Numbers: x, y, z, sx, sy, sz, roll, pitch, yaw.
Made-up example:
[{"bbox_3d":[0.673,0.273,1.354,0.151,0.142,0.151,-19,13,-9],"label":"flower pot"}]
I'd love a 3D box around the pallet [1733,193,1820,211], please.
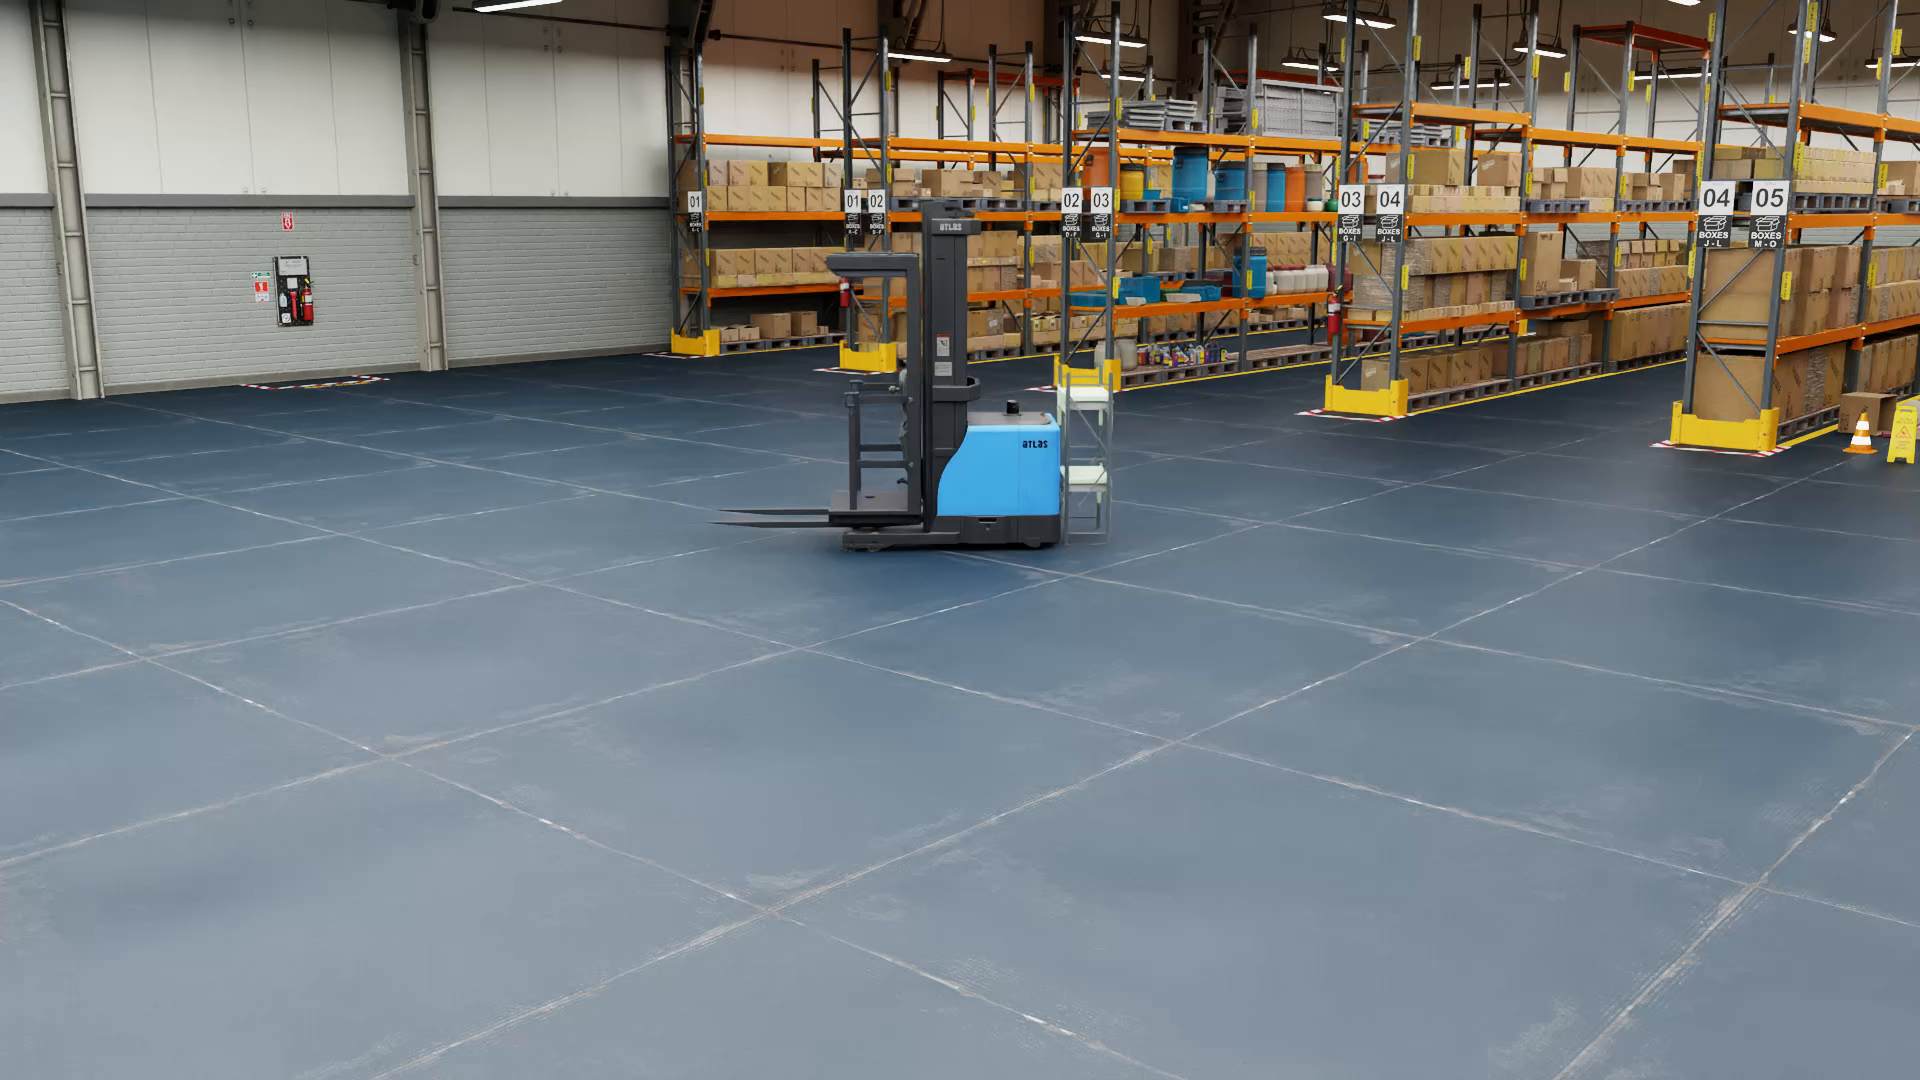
[{"bbox_3d":[9.919,-4.181,20.552,1.003,0.211,1.213,10,15,40],"label":"pallet"}]

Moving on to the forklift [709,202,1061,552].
[{"bbox_3d":[-0.656,-1.441,14.445,3.031,2.935,1.130,0,11,-1],"label":"forklift"}]

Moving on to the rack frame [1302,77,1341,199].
[{"bbox_3d":[8.901,-9.876,41.183,1.000,3.000,0.127,10,15,40],"label":"rack frame"}]

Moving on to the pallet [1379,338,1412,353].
[{"bbox_3d":[8.633,-4.049,34.443,1.003,0.211,1.213,10,15,40],"label":"pallet"}]

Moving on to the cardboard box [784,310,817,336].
[{"bbox_3d":[-3.399,-4.641,35.546,0.500,0.500,0.500,8,14,36],"label":"cardboard box"}]

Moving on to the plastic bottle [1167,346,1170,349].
[{"bbox_3d":[3.660,-3.286,29.348,0.097,0.271,0.097,0,11,0],"label":"plastic bottle"}]

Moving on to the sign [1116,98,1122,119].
[{"bbox_3d":[2.468,-6.707,25.849,0.100,0.325,0.005,10,15,40],"label":"sign"}]

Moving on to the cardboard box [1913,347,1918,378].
[{"bbox_3d":[15.376,-2.871,26.736,0.500,0.500,0.500,9,14,38],"label":"cardboard box"}]

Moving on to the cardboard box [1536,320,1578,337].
[{"bbox_3d":[10.297,-3.652,28.680,0.500,0.250,0.500,-10,15,-41],"label":"cardboard box"}]

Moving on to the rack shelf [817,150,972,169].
[{"bbox_3d":[-1.424,-8.496,37.130,1.077,0.370,4.000,10,15,40],"label":"rack shelf"}]

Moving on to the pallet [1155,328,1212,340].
[{"bbox_3d":[4.947,-4.673,37.570,1.003,0.211,1.213,10,15,40],"label":"pallet"}]

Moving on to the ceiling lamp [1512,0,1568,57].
[{"bbox_3d":[11.530,-11.024,32.029,0.800,3.185,2.000,10,15,40],"label":"ceiling lamp"}]

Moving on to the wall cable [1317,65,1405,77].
[{"bbox_3d":[11.211,-11.906,46.380,3.097,2.526,0.112,10,15,40],"label":"wall cable"}]

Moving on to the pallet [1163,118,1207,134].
[{"bbox_3d":[3.369,-6.876,27.664,1.003,0.211,1.213,10,15,40],"label":"pallet"}]

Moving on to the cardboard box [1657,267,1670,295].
[{"bbox_3d":[12.924,-4.860,31.128,0.500,0.500,0.500,10,15,40],"label":"cardboard box"}]

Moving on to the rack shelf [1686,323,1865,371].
[{"bbox_3d":[10.757,-2.584,21.827,1.077,0.370,4.000,10,15,40],"label":"rack shelf"}]

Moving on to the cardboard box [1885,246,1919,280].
[{"bbox_3d":[14.414,-4.294,25.745,0.700,0.500,0.500,10,15,40],"label":"cardboard box"}]

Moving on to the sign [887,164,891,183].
[{"bbox_3d":[-1.248,-6.446,29.233,0.100,0.325,0.005,10,15,40],"label":"sign"}]

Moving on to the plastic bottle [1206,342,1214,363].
[{"bbox_3d":[4.363,-3.284,29.136,0.144,0.351,0.185,9,14,38],"label":"plastic bottle"}]

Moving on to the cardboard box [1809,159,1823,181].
[{"bbox_3d":[10.283,-4.554,20.489,0.500,0.250,0.500,10,15,40],"label":"cardboard box"}]

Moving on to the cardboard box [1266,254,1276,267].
[{"bbox_3d":[7.137,-6.510,39.392,0.500,0.500,0.500,10,15,41],"label":"cardboard box"}]

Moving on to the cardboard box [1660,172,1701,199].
[{"bbox_3d":[14.171,-6.962,32.669,0.700,0.500,0.500,9,14,37],"label":"cardboard box"}]

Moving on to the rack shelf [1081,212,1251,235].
[{"bbox_3d":[3.378,-5.352,28.025,1.077,0.370,4.000,10,15,40],"label":"rack shelf"}]

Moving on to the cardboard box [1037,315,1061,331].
[{"bbox_3d":[1.774,-4.403,33.612,0.500,0.311,0.500,10,15,40],"label":"cardboard box"}]

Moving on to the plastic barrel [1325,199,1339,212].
[{"bbox_3d":[7.214,-6.468,32.174,0.294,0.245,0.294,0,11,0],"label":"plastic barrel"}]

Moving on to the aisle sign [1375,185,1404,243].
[{"bbox_3d":[5.962,-4.526,23.074,0.394,0.787,0.004,10,15,40],"label":"aisle sign"}]

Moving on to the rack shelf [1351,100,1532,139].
[{"bbox_3d":[7.098,-6.181,24.525,1.077,0.370,4.000,10,15,40],"label":"rack shelf"}]

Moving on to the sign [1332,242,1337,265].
[{"bbox_3d":[5.374,-4.096,23.799,0.100,0.325,0.005,10,15,40],"label":"sign"}]

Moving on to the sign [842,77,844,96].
[{"bbox_3d":[-2.059,-8.091,29.659,0.100,0.325,0.005,10,15,40],"label":"sign"}]

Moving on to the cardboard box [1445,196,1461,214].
[{"bbox_3d":[6.956,-4.883,24.224,0.500,0.250,0.500,10,15,40],"label":"cardboard box"}]

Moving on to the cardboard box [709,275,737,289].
[{"bbox_3d":[-4.824,-5.187,33.355,0.500,0.250,0.500,9,15,39],"label":"cardboard box"}]

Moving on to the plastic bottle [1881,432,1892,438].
[{"bbox_3d":[11.958,-1.341,21.270,0.283,0.061,0.133,4,12,21],"label":"plastic bottle"}]

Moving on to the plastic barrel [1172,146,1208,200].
[{"bbox_3d":[3.960,-6.318,28.674,0.600,0.901,0.708,10,15,40],"label":"plastic barrel"}]

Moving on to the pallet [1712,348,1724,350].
[{"bbox_3d":[15.065,-3.979,34.094,1.003,0.211,1.213,10,15,40],"label":"pallet"}]

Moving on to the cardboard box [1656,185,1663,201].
[{"bbox_3d":[12.907,-6.548,31.332,0.500,0.311,0.500,9,14,38],"label":"cardboard box"}]

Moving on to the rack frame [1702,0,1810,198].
[{"bbox_3d":[9.437,-5.585,19.696,1.000,3.000,0.127,10,15,40],"label":"rack frame"}]

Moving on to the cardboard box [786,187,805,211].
[{"bbox_3d":[-3.572,-7.073,34.500,0.500,0.500,0.500,9,14,38],"label":"cardboard box"}]

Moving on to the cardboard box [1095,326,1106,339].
[{"bbox_3d":[2.784,-4.356,34.809,0.500,0.250,0.500,10,15,42],"label":"cardboard box"}]

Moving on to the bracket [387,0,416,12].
[{"bbox_3d":[-9.540,-9.152,28.368,0.235,0.232,0.430,10,15,40],"label":"bracket"}]

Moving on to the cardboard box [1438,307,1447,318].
[{"bbox_3d":[6.965,-3.371,24.574,0.380,0.149,0.250,10,15,40],"label":"cardboard box"}]

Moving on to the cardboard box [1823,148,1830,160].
[{"bbox_3d":[10.568,-4.794,20.674,0.380,0.149,0.250,9,15,39],"label":"cardboard box"}]

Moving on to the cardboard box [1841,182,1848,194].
[{"bbox_3d":[11.238,-4.551,21.495,0.380,0.149,0.250,10,15,40],"label":"cardboard box"}]

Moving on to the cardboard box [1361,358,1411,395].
[{"bbox_3d":[6.203,-2.369,24.222,0.500,0.500,0.500,-9,14,-37],"label":"cardboard box"}]

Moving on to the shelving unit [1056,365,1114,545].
[{"bbox_3d":[1.096,-0.767,14.721,0.431,1.500,0.755,0,11,-2],"label":"shelving unit"}]

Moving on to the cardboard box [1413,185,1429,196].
[{"bbox_3d":[6.377,-4.928,23.432,0.380,0.149,0.250,10,15,42],"label":"cardboard box"}]

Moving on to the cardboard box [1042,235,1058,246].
[{"bbox_3d":[2.076,-7.382,41.033,0.500,0.250,0.500,10,15,42],"label":"cardboard box"}]

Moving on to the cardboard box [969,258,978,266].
[{"bbox_3d":[0.122,-5.281,31.584,0.380,0.149,0.250,10,15,42],"label":"cardboard box"}]

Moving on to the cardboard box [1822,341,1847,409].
[{"bbox_3d":[11.610,-2.312,22.979,0.875,0.875,0.875,10,15,41],"label":"cardboard box"}]

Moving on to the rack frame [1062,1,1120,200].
[{"bbox_3d":[2.057,-6.881,26.187,1.000,3.000,0.127,10,15,40],"label":"rack frame"}]

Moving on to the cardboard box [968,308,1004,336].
[{"bbox_3d":[0.499,-4.225,32.242,0.500,0.500,0.500,10,15,40],"label":"cardboard box"}]

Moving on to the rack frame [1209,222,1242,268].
[{"bbox_3d":[6.260,-6.346,38.824,1.000,3.000,0.127,10,15,40],"label":"rack frame"}]

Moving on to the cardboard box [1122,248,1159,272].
[{"bbox_3d":[3.951,-6.119,36.363,0.700,0.500,0.500,4,12,21],"label":"cardboard box"}]

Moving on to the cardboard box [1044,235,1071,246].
[{"bbox_3d":[2.421,-7.456,41.404,0.500,0.250,0.500,10,15,42],"label":"cardboard box"}]

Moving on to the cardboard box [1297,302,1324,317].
[{"bbox_3d":[8.727,-5.812,41.412,0.500,0.500,0.500,10,15,40],"label":"cardboard box"}]
